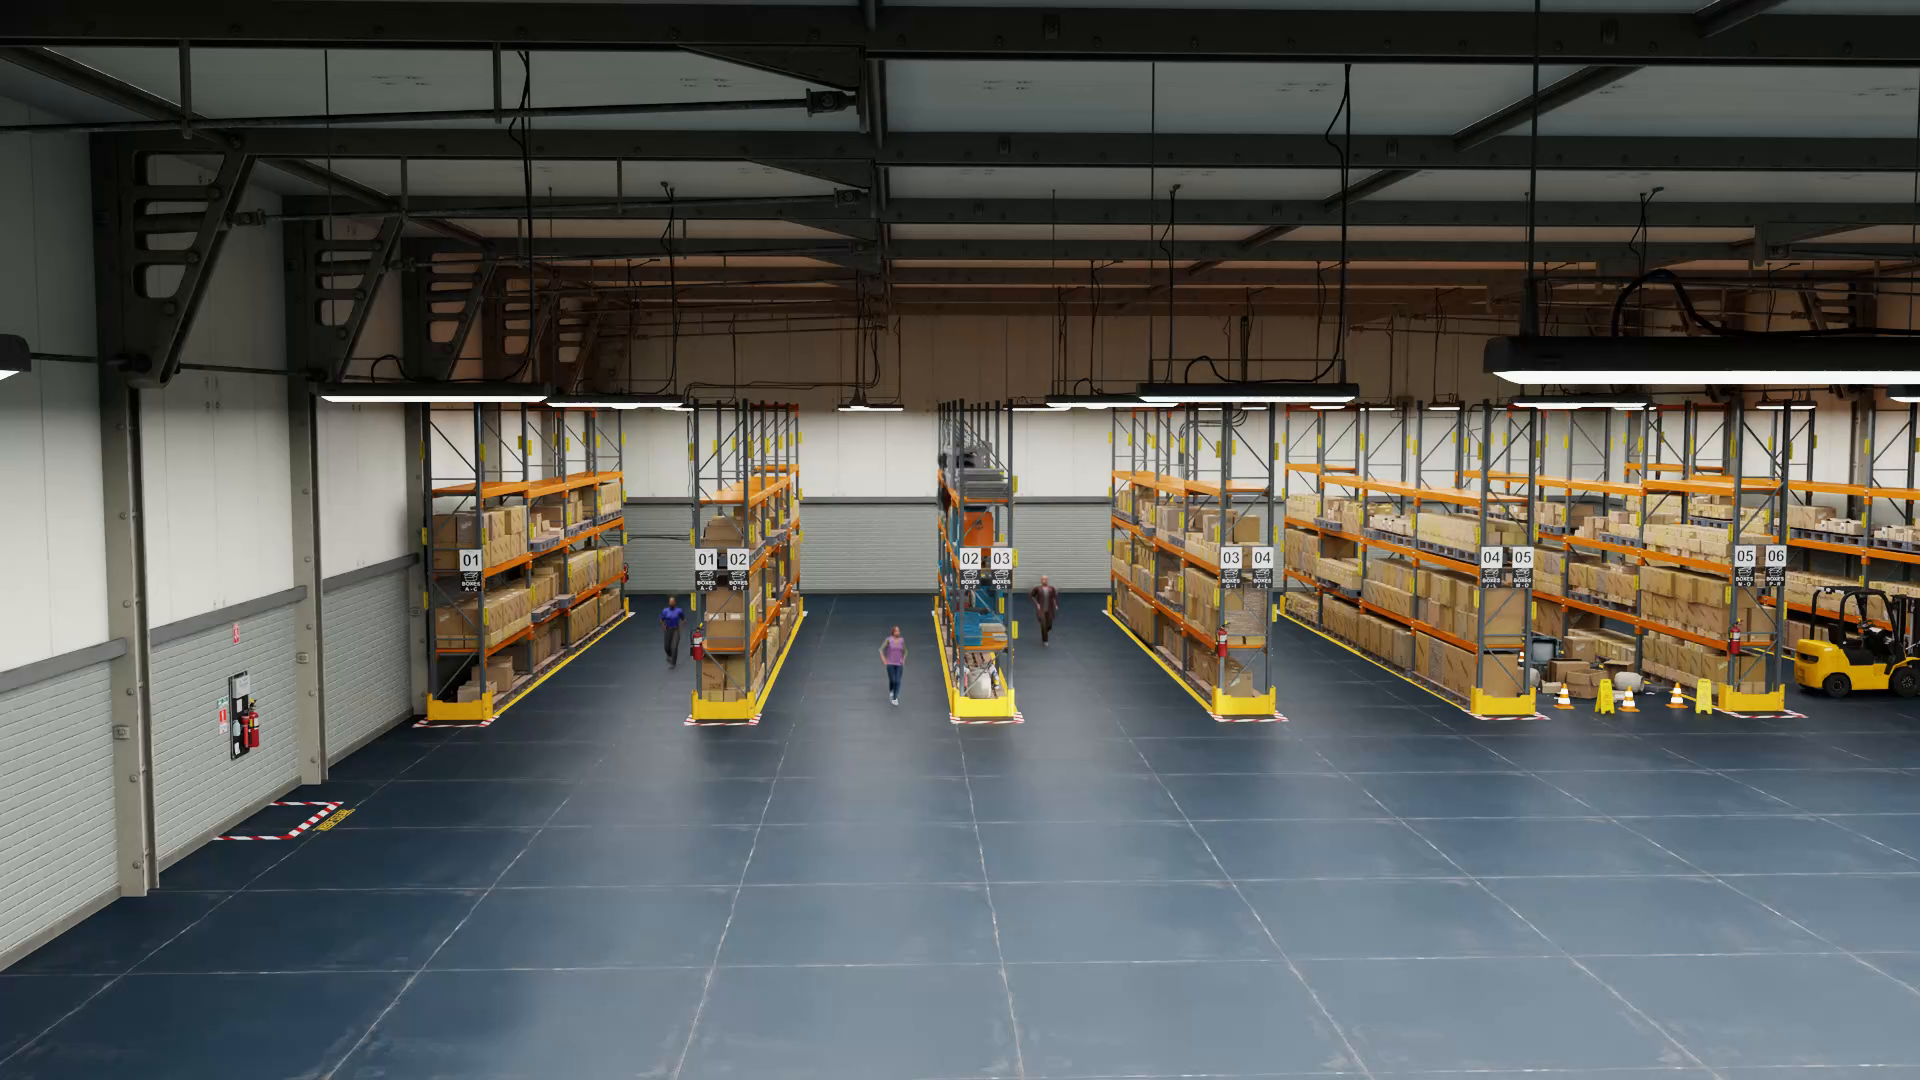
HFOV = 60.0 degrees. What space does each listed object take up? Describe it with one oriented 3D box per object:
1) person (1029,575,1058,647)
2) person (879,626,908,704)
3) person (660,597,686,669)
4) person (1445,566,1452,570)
[{"bbox_3d":[2.080,1.741,41.173,0.712,1.743,0.720,-1,4,-10],"label":"person"},{"bbox_3d":[-1.279,2.465,32.692,0.548,1.561,0.505,-1,4,-15],"label":"person"},{"bbox_3d":[-6.467,2.079,37.404,0.543,1.609,0.535,-1,4,-7],"label":"person"},{"bbox_3d":[14.658,1.140,49.098,0.823,1.768,0.662,1,4,7],"label":"person"}]
